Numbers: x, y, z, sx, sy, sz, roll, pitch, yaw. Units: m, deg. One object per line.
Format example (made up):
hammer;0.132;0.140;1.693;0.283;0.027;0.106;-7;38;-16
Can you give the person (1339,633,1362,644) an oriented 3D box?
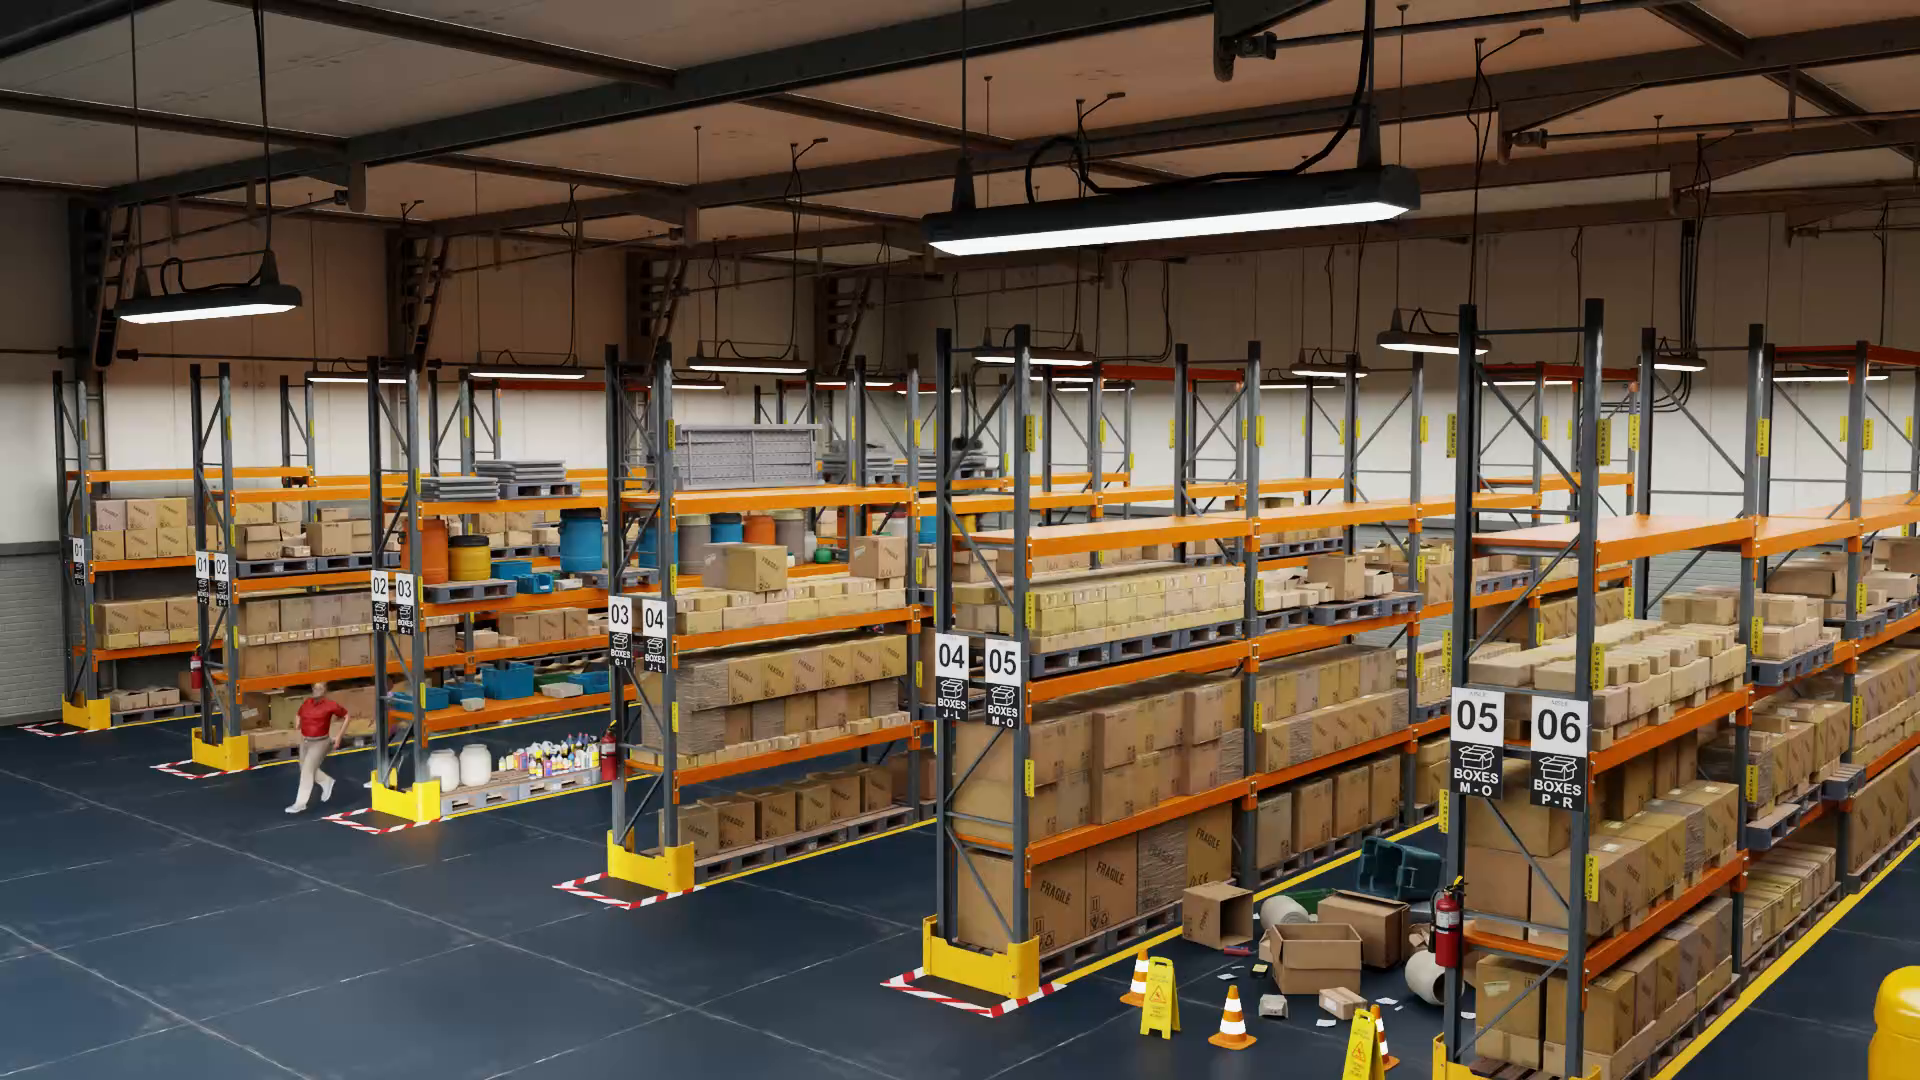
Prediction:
person;7.373;1.994;31.881;0.646;1.766;0.733;-3;5;-35

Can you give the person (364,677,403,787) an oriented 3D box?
person;-8.066;2.696;23.525;0.576;1.564;0.674;3;5;36

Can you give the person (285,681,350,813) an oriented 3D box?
person;-8.562;2.716;22.078;0.714;1.681;0.940;2;5;24
